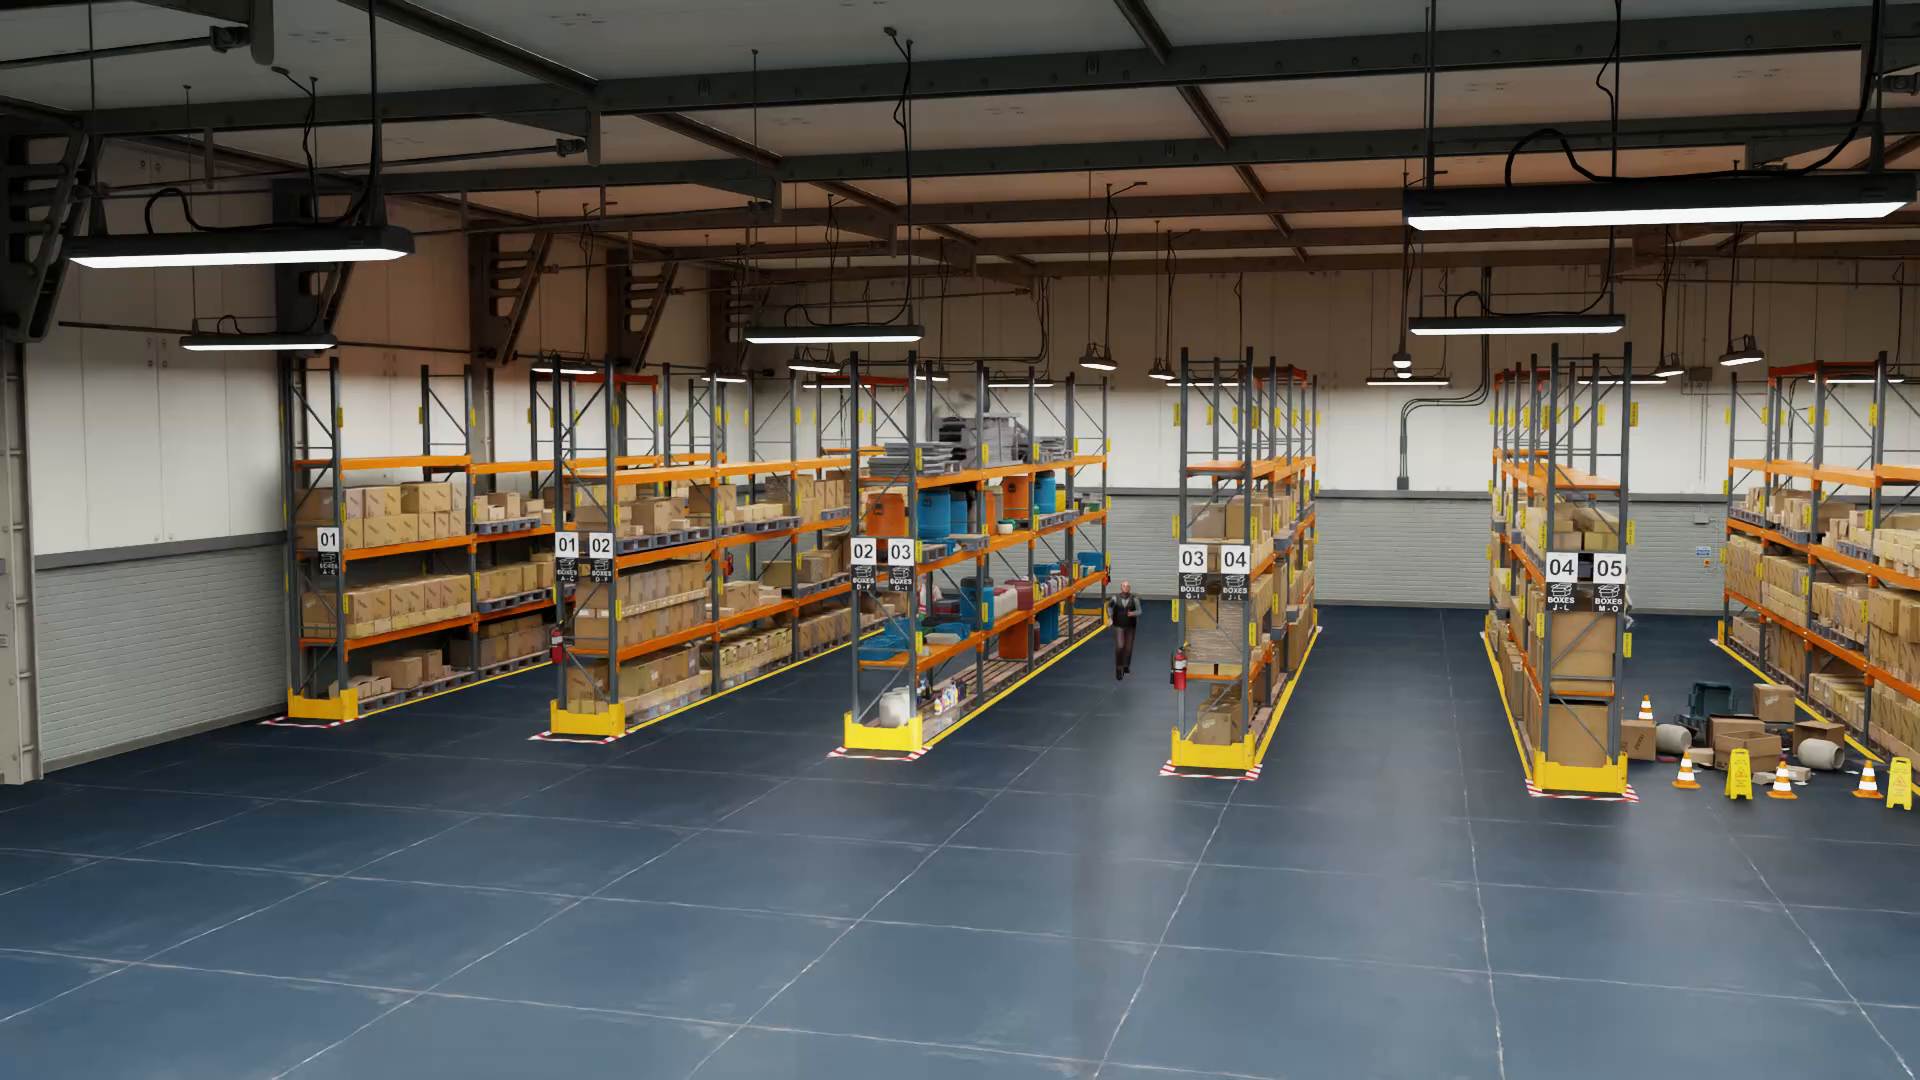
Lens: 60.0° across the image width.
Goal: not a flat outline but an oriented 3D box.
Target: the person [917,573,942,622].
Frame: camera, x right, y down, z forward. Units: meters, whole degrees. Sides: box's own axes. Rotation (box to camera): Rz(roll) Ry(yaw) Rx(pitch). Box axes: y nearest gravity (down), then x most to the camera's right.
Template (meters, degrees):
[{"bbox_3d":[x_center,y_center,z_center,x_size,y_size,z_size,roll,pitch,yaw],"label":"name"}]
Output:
[{"bbox_3d":[-0.699,1.559,34.779,0.643,1.811,0.824,0,4,3],"label":"person"}]

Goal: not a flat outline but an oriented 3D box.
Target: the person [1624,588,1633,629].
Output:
[{"bbox_3d":[15.302,1.404,38.521,0.579,1.577,0.535,2,5,27],"label":"person"}]

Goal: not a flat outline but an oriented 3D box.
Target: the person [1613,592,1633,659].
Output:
[{"bbox_3d":[13.525,1.607,34.390,0.669,1.744,0.860,1,4,7],"label":"person"}]

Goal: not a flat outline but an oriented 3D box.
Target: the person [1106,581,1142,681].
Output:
[{"bbox_3d":[2.996,1.656,30.296,0.627,1.805,0.707,0,4,-2],"label":"person"}]
